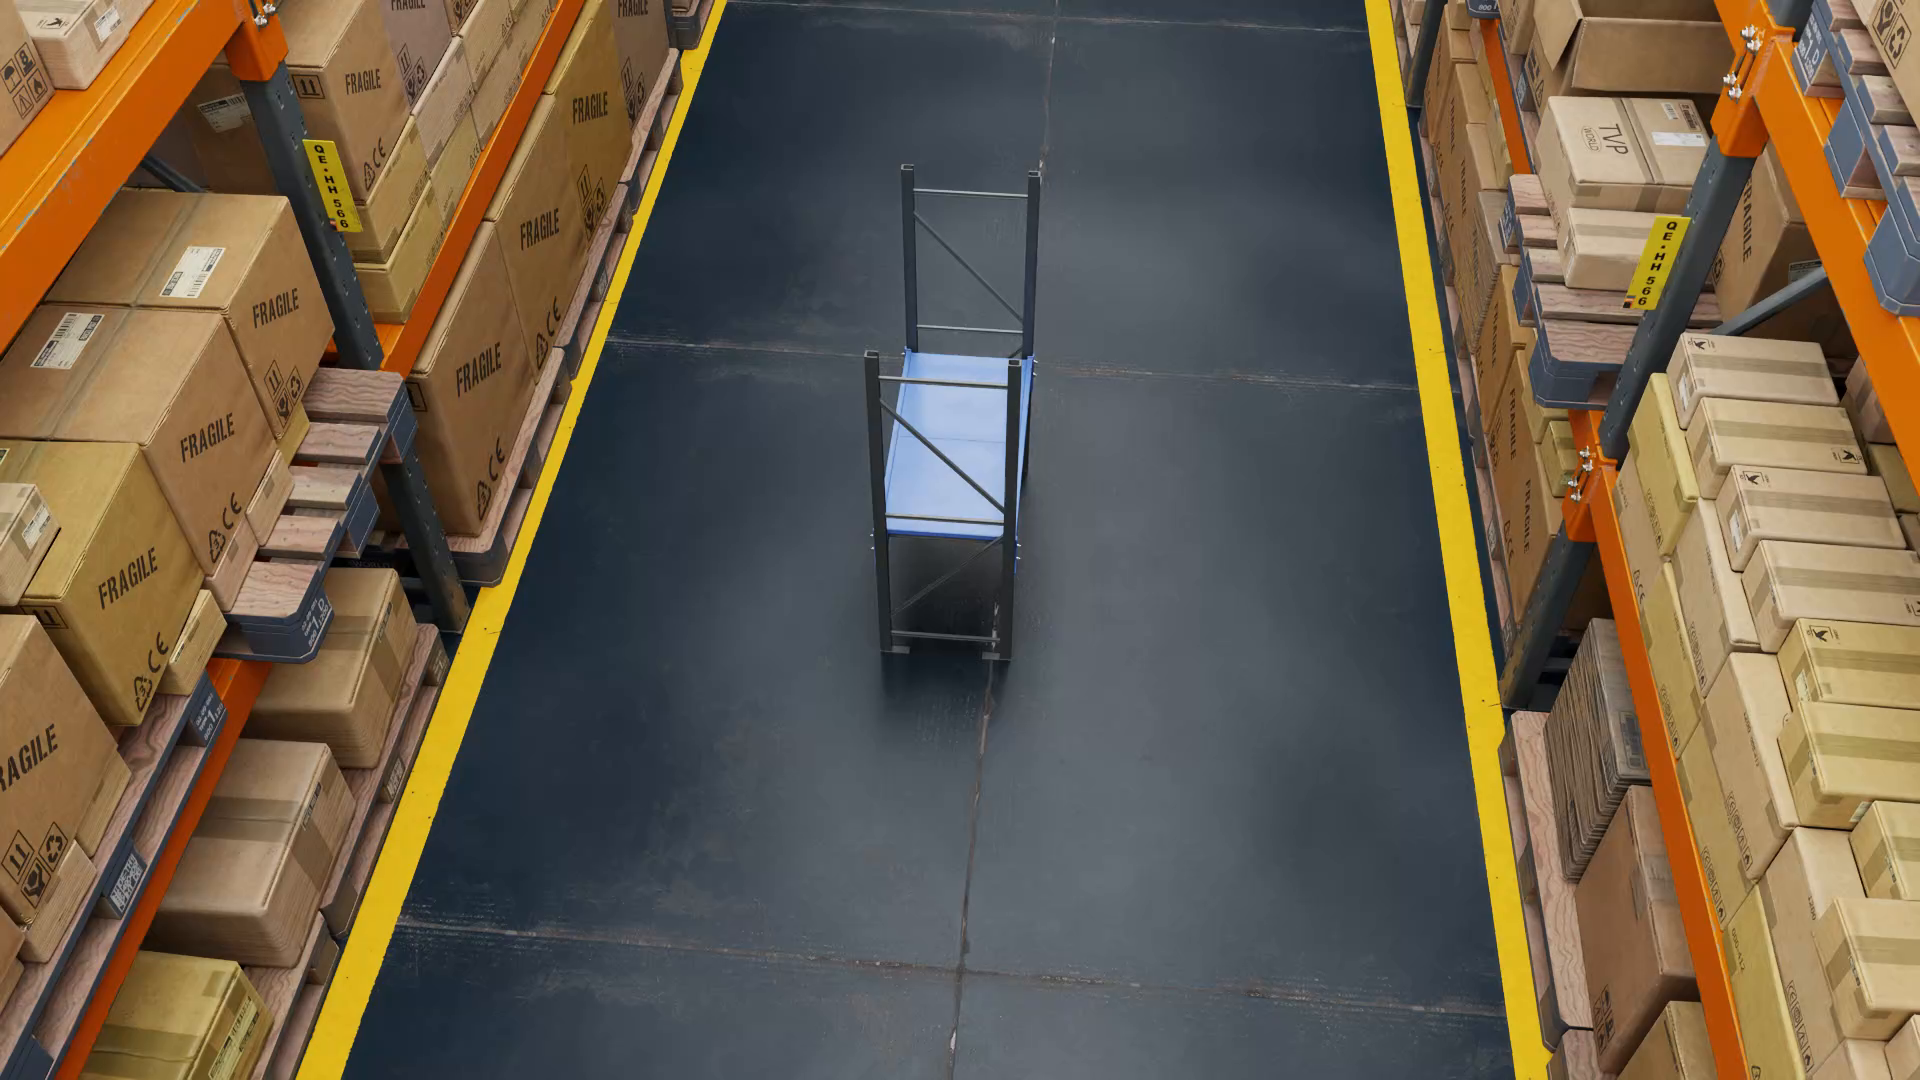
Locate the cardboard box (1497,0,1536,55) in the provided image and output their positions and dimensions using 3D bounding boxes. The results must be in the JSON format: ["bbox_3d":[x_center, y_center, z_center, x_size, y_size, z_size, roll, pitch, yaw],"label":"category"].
[{"bbox_3d":[2.502,-2.208,6.410,0.700,0.500,0.500,4,48,3],"label":"cardboard box"}]

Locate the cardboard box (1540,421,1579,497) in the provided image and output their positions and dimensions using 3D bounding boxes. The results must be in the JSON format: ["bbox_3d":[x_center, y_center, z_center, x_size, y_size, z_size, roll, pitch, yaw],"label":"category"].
[{"bbox_3d":[2.316,-0.288,5.976,0.380,0.149,0.250,2,48,2],"label":"cardboard box"}]

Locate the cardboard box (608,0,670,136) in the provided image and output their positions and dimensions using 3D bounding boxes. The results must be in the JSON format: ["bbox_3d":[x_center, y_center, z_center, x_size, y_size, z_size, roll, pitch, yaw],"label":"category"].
[{"bbox_3d":[-2.032,-2.625,8.299,0.875,0.875,0.875,5,48,5],"label":"cardboard box"}]

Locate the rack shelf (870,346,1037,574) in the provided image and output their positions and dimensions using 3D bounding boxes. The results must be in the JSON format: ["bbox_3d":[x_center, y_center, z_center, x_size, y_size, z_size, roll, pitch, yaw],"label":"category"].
[{"bbox_3d":[-0.008,-0.322,6.298,0.538,0.185,1.000,4,48,4],"label":"rack shelf"}]

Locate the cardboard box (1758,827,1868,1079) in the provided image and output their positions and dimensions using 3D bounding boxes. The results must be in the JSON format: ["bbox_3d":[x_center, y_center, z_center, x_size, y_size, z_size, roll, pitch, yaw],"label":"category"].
[{"bbox_3d":[2.106,0.929,3.656,0.500,0.250,0.500,4,48,4],"label":"cardboard box"}]

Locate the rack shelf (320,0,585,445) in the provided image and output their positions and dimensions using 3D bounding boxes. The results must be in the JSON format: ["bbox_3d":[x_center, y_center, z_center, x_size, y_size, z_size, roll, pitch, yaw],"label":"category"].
[{"bbox_3d":[-2.238,-1.949,7.013,1.077,0.370,4.000,4,48,4],"label":"rack shelf"}]

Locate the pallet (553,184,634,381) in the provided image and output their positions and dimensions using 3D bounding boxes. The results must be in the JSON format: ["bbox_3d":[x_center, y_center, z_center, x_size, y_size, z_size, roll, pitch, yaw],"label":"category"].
[{"bbox_3d":[-2.159,-1.249,7.775,1.003,0.211,1.213,4,48,4],"label":"pallet"}]

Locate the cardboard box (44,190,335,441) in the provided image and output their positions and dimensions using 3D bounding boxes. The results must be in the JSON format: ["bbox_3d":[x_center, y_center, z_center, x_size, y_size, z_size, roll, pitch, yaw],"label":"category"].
[{"bbox_3d":[-2.185,-0.645,4.779,0.500,0.500,0.500,3,48,2],"label":"cardboard box"}]

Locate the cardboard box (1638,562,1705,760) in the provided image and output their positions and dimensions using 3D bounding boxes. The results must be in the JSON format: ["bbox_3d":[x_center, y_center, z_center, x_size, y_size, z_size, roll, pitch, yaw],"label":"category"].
[{"bbox_3d":[2.189,0.339,4.535,0.500,0.250,0.500,3,48,3],"label":"cardboard box"}]

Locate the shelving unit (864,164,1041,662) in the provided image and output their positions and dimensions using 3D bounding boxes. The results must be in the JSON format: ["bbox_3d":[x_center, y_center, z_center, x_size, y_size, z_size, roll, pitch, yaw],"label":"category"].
[{"bbox_3d":[-0.008,-0.443,6.165,0.538,1.500,1.048,4,48,4],"label":"shelving unit"}]

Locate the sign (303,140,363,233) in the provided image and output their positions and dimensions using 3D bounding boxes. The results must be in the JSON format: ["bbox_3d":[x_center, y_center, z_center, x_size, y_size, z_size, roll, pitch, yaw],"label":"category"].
[{"bbox_3d":[-1.879,-1.057,4.978,0.100,0.325,0.005,4,48,4],"label":"sign"}]

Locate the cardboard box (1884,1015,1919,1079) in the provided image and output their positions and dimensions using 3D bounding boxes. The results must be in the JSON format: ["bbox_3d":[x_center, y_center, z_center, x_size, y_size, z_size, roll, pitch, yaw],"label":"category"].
[{"bbox_3d":[2.056,1.089,3.240,0.380,0.149,0.250,4,48,4],"label":"cardboard box"}]

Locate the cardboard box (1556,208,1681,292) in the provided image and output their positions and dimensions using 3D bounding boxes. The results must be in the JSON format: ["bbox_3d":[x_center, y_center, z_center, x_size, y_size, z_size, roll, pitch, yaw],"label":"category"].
[{"bbox_3d":[2.201,-0.956,5.504,0.380,0.149,0.250,5,48,4],"label":"cardboard box"}]

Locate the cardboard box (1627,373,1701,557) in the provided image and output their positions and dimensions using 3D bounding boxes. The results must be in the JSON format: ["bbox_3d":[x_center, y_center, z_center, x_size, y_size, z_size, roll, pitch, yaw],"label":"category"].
[{"bbox_3d":[2.215,-0.201,4.690,0.500,0.250,0.500,4,48,3],"label":"cardboard box"}]

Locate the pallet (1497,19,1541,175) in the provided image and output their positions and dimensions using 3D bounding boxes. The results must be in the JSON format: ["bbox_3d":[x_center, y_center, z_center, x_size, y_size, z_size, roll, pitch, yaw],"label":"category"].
[{"bbox_3d":[2.696,-1.756,6.479,1.003,0.211,1.213,4,48,4],"label":"pallet"}]

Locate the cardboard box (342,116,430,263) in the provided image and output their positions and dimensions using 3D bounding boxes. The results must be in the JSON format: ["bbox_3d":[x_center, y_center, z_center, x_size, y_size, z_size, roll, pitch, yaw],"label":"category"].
[{"bbox_3d":[-2.128,-1.196,5.600,0.500,0.250,0.500,4,48,3],"label":"cardboard box"}]

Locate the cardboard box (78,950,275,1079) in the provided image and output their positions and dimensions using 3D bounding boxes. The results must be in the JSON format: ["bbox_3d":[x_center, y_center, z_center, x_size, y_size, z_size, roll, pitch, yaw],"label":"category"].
[{"bbox_3d":[-2.616,1.537,4.833,0.950,0.372,0.625,5,48,5],"label":"cardboard box"}]

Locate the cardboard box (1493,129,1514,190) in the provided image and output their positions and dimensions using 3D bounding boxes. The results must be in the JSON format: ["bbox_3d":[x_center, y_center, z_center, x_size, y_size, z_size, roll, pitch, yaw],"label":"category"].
[{"bbox_3d":[2.534,-1.638,7.211,0.380,0.149,0.250,5,48,5],"label":"cardboard box"}]

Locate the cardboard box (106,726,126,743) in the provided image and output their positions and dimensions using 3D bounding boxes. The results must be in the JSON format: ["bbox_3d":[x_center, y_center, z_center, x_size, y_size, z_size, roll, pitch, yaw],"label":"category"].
[{"bbox_3d":[-2.337,0.432,4.234,0.380,0.149,0.250,4,48,4],"label":"cardboard box"}]

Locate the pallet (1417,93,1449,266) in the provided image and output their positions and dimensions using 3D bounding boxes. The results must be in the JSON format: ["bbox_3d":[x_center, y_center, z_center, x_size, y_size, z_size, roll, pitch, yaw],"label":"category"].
[{"bbox_3d":[2.851,-1.789,8.269,1.003,0.211,1.213,4,48,4],"label":"pallet"}]

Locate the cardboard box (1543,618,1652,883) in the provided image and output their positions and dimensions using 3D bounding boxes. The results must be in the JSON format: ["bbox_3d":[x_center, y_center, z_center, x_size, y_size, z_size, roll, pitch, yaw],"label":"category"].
[{"bbox_3d":[2.453,0.726,5.404,0.875,0.625,0.625,5,48,5],"label":"cardboard box"}]

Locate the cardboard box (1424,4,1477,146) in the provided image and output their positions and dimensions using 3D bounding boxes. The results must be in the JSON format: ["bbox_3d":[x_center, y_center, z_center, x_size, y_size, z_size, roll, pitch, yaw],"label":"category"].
[{"bbox_3d":[2.620,-2.288,8.245,0.500,0.500,0.500,6,48,5],"label":"cardboard box"}]

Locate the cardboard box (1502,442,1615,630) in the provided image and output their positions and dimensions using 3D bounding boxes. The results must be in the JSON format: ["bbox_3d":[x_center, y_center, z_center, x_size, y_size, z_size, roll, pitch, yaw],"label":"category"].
[{"bbox_3d":[2.348,-0.014,6.166,0.500,0.500,0.500,5,48,5],"label":"cardboard box"}]

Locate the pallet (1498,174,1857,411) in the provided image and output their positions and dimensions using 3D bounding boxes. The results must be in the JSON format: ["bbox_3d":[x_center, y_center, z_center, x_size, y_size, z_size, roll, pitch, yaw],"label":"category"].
[{"bbox_3d":[2.515,-0.829,5.631,1.213,0.211,1.003,4,48,4],"label":"pallet"}]

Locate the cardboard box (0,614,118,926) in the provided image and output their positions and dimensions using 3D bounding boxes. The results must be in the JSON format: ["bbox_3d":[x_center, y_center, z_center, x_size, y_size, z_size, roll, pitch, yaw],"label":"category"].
[{"bbox_3d":[-2.317,0.508,3.725,0.500,0.500,0.500,2,48,2],"label":"cardboard box"}]

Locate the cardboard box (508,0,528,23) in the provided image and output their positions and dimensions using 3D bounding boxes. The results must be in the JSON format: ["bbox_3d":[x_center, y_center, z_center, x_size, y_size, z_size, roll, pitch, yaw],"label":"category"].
[{"bbox_3d":[-1.963,-2.313,6.621,0.500,0.250,0.500,5,48,4],"label":"cardboard box"}]

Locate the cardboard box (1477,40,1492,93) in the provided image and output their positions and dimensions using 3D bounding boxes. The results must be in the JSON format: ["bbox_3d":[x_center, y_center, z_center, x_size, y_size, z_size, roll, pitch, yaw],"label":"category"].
[{"bbox_3d":[2.630,-2.204,7.728,0.380,0.149,0.250,2,48,2],"label":"cardboard box"}]

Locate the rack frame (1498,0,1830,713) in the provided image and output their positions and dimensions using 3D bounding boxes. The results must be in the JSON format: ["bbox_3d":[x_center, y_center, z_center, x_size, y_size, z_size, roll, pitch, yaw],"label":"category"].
[{"bbox_3d":[2.523,-0.391,5.101,1.000,3.000,0.127,4,48,4],"label":"rack frame"}]

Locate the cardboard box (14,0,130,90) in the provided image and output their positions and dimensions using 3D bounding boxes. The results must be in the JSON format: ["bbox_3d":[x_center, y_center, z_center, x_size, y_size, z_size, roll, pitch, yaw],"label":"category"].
[{"bbox_3d":[-2.254,-1.221,3.997,0.380,0.149,0.250,4,48,4],"label":"cardboard box"}]

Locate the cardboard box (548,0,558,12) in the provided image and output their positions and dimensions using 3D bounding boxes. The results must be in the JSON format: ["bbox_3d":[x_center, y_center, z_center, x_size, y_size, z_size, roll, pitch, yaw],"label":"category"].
[{"bbox_3d":[-1.958,-2.520,7.150,0.500,0.250,0.500,3,48,2],"label":"cardboard box"}]

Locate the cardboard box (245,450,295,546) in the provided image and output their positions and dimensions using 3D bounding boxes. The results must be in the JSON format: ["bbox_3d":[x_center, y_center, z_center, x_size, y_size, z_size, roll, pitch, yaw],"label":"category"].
[{"bbox_3d":[-2.146,-0.132,4.750,0.380,0.149,0.250,4,48,3],"label":"cardboard box"}]

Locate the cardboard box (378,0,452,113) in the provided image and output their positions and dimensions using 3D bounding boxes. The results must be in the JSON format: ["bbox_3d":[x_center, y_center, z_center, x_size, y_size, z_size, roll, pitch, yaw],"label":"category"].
[{"bbox_3d":[-2.096,-1.804,5.648,0.500,0.500,0.500,4,48,4],"label":"cardboard box"}]

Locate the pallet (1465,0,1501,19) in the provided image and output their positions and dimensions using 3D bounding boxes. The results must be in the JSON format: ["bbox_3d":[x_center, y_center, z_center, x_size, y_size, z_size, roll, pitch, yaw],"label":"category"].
[{"bbox_3d":[2.706,-2.686,7.330,1.003,0.211,1.213,4,48,4],"label":"pallet"}]

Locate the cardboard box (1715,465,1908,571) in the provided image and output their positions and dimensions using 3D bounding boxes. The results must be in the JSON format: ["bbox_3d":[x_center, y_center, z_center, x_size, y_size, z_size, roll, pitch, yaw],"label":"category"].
[{"bbox_3d":[2.180,-0.042,4.275,0.380,0.149,0.250,5,48,5],"label":"cardboard box"}]

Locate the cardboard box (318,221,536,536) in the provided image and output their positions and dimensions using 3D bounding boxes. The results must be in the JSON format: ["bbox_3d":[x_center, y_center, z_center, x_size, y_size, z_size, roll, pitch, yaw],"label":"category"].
[{"bbox_3d":[-2.274,-0.649,6.492,0.875,0.875,0.875,3,48,3],"label":"cardboard box"}]

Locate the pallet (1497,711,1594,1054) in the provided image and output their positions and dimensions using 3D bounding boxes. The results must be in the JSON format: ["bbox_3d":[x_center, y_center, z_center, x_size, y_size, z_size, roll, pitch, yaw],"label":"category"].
[{"bbox_3d":[2.409,1.152,5.579,1.003,0.211,1.213,4,48,4],"label":"pallet"}]

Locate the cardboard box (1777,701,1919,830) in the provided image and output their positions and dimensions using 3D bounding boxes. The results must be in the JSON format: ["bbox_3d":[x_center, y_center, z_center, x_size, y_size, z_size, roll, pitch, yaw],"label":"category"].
[{"bbox_3d":[2.094,0.520,3.760,0.380,0.149,0.250,5,48,4],"label":"cardboard box"}]

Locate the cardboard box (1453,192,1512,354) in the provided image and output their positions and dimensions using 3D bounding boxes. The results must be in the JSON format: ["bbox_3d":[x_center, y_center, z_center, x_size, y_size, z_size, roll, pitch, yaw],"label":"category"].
[{"bbox_3d":[2.478,-1.149,7.203,0.500,0.500,0.500,2,48,2],"label":"cardboard box"}]

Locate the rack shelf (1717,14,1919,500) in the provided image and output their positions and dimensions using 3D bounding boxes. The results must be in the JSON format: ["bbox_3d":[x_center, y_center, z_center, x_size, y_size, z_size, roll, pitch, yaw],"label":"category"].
[{"bbox_3d":[2.341,0.309,2.915,1.077,0.370,4.000,4,48,4],"label":"rack shelf"}]

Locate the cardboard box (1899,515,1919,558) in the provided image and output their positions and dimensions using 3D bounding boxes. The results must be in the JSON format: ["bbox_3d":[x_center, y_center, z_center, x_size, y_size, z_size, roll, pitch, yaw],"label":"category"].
[{"bbox_3d":[2.714,0.216,4.309,0.500,0.250,0.500,4,48,4],"label":"cardboard box"}]

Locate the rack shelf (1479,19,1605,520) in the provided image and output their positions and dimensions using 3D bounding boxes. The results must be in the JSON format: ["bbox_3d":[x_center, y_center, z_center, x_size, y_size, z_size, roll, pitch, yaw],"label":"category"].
[{"bbox_3d":[2.706,-1.618,6.710,1.077,0.370,4.000,4,48,4],"label":"rack shelf"}]

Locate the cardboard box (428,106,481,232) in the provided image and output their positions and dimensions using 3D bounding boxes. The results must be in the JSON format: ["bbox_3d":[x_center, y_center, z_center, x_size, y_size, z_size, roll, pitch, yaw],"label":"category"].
[{"bbox_3d":[-2.096,-1.393,6.118,0.500,0.250,0.500,3,48,2],"label":"cardboard box"}]

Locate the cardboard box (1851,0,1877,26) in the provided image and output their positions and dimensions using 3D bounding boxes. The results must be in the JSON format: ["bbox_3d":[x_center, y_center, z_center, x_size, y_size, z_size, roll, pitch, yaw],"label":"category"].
[{"bbox_3d":[2.189,-1.264,3.673,0.380,0.166,0.250,4,48,3],"label":"cardboard box"}]

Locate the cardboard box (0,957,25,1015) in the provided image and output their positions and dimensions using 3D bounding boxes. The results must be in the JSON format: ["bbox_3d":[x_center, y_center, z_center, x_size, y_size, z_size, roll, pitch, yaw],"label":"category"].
[{"bbox_3d":[-2.349,1.011,3.704,0.380,0.149,0.250,4,48,4],"label":"cardboard box"}]
